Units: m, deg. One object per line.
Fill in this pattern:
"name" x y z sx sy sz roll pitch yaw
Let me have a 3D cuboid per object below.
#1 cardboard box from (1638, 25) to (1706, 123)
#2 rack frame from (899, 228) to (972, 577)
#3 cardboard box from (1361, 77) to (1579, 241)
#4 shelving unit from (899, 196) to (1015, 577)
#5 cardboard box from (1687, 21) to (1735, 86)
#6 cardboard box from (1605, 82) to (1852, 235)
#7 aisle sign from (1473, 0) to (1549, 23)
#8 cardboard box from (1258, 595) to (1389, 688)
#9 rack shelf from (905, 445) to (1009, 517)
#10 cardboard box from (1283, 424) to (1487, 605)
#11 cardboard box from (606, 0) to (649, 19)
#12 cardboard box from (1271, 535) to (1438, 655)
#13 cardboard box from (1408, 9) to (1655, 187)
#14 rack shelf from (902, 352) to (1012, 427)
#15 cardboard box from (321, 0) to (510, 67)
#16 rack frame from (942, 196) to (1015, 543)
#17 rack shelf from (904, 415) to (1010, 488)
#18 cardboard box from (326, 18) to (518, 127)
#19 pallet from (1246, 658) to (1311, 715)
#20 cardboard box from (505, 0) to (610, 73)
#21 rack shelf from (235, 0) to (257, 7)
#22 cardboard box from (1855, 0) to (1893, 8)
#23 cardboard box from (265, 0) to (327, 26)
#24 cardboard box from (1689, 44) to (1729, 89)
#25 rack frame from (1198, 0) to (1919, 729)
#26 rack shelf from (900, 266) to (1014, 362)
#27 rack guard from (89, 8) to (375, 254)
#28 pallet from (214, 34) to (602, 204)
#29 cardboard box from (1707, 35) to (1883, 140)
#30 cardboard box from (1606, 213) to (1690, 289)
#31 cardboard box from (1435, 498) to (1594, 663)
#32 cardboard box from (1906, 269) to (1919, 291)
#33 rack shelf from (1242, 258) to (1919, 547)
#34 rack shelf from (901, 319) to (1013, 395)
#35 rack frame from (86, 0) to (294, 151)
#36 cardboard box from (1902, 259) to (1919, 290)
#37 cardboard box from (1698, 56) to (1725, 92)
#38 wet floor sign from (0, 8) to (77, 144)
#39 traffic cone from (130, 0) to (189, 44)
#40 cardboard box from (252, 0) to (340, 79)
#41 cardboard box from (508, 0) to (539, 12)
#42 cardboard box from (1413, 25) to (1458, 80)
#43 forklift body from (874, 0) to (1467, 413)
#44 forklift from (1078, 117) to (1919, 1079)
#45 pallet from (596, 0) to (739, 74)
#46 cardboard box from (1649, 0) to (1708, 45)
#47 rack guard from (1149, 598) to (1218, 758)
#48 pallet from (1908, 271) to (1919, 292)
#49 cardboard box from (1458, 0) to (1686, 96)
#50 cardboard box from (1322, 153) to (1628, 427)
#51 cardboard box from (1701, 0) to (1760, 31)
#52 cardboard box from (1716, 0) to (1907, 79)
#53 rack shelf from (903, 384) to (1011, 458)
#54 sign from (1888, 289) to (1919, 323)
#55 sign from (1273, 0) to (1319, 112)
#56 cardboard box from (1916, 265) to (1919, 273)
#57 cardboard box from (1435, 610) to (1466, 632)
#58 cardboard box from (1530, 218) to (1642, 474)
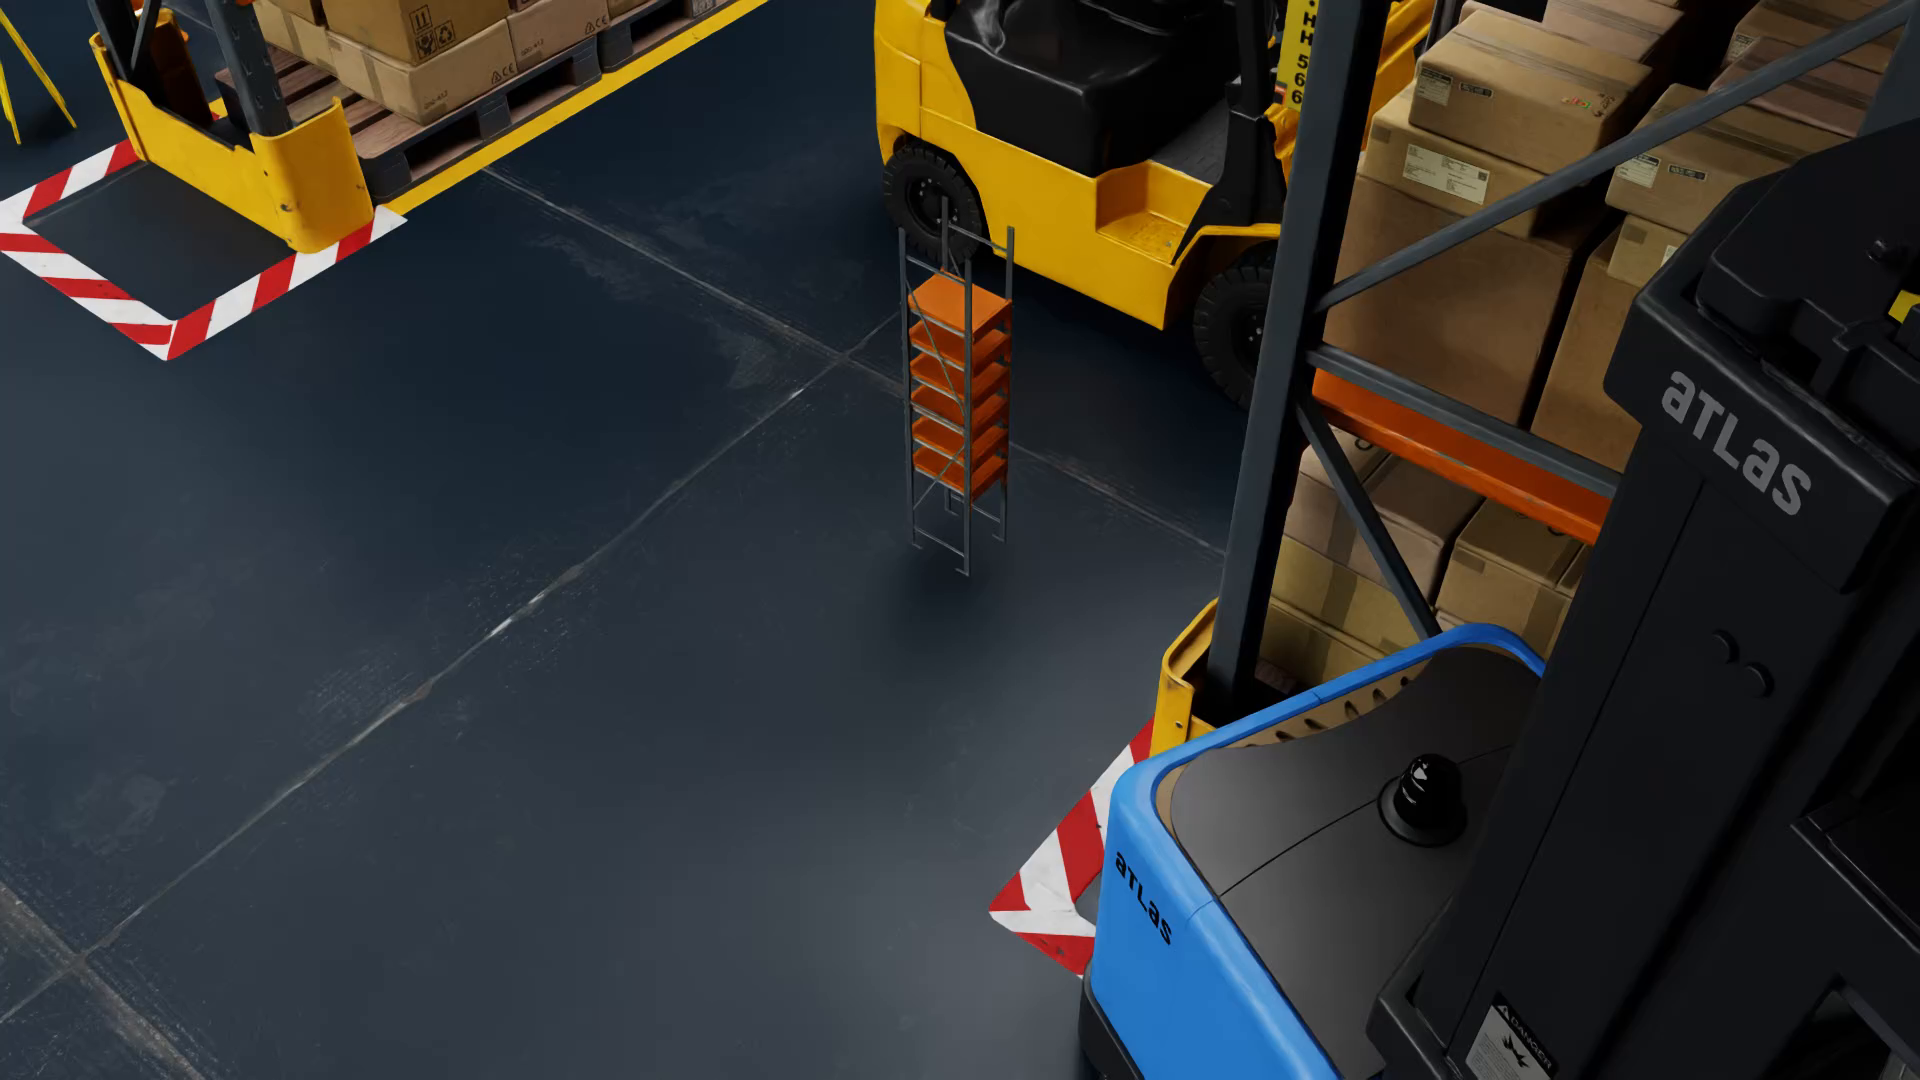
"cardboard box" 1.404 -1.081 3.691 0.380 0.149 0.250 30 53 26
"rack frame" -0.065 -0.354 4.758 0.240 1.200 0.006 29 53 25
"cardboard box" 1.064 -0.800 3.422 0.380 0.149 0.250 30 53 25
"shelving unit" -0.009 -0.406 4.808 0.258 1.200 0.189 29 53 25
"cardboard box" 1.565 -1.218 3.821 0.380 0.149 0.250 29 53 25
"cardboard box" 1.448 -0.679 3.100 0.380 0.149 0.250 28 53 24
"aisle sign" 0.801 -1.210 2.533 0.394 0.787 0.004 29 53 25
"cardboard box" 1.111 0.177 4.618 0.500 0.250 0.500 30 53 25
"rack shelf" -0.009 -0.210 5.014 0.258 0.103 0.180 29 53 25
"cardboard box" 1.109 -0.161 4.249 0.500 0.250 0.500 31 54 26
"cardboard box" -1.502 -2.553 7.225 0.500 0.250 0.500 33 54 27
"cardboard box" 1.124 -0.004 4.445 0.500 0.250 0.500 29 53 25
"cardboard box" 1.126 -0.879 3.292 0.380 0.149 0.250 29 53 25
"rack shelf" -0.009 -0.458 4.754 0.258 0.103 0.180 29 53 25
"cardboard box" -2.130 -2.219 6.388 0.500 0.500 0.500 28 52 24
"rack frame" 0.047 -0.459 4.858 0.240 1.200 0.006 29 53 25
"rack shelf" -0.009 -0.293 4.927 0.258 0.103 0.180 29 53 25
"cardboard box" -2.144 -1.946 6.646 0.500 0.250 0.500 29 53 25
"pallet" 1.508 0.288 4.829 1.003 0.211 1.213 29 53 25
"cardboard box" -1.826 -2.235 6.922 0.500 0.250 0.500 31 54 26
"rack shelf" -1.633 -3.308 6.833 1.077 0.370 4.000 29 53 25
"cardboard box" 1.948 -1.106 3.508 0.380 0.149 0.250 29 53 25
"cardboard box" -2.573 -2.440 6.599 0.500 0.500 0.500 30 53 25
"cardboard box" 1.492 -0.944 4.009 0.500 0.500 0.500 31 54 26
"rack frame" 1.074 -0.219 3.385 1.000 3.000 0.127 29 53 25
"rack shelf" -0.009 -0.624 4.580 0.258 0.103 0.180 29 53 25
"rack guard" -2.810 -1.592 6.425 1.175 0.500 0.348 29 53 25
"pallet" -2.285 -1.941 6.958 1.003 0.211 1.213 29 53 25
"cardboard box" 1.661 -0.803 3.219 0.380 0.149 0.250 31 54 26
"cardboard box" 1.487 -0.557 3.190 0.380 0.149 0.250 28 52 24
"cardboard box" 1.518 0.049 4.049 0.500 0.250 0.500 28 53 24
"cardboard box" 3.080 -1.043 5.783 0.500 0.250 0.500 29 53 25
"rack shelf" 2.297 -1.115 4.739 1.077 0.370 4.000 29 53 25
"rack shelf" -0.009 -0.541 4.667 0.258 0.103 0.180 29 53 25
"rack frame" -2.856 -2.412 5.479 1.000 3.000 0.127 29 53 25
"cardboard box" 2.772 -0.917 5.317 0.500 0.250 0.500 29 53 25
"cardboard box" 1.748 -0.869 3.488 0.380 0.149 0.250 28 53 24
"wet floor sign" -3.819 -1.963 6.679 0.232 0.644 0.267 -25 51 -22
"traffic cone" -3.614 -2.352 7.177 0.336 0.463 0.334 29 53 25
"cardboard box" -2.560 -2.202 6.890 0.500 0.250 0.500 29 53 25
"cardboard box" -1.814 -2.520 6.676 0.500 0.500 0.500 27 52 24
"cardboard box" 1.197 -0.960 3.575 0.380 0.149 0.250 30 53 26
"forklift body" 0.790 -1.818 5.499 2.313 2.155 1.214 29 53 25
"forklift" 1.398 0.996 2.272 1.130 2.935 3.031 -20 50 -18
"pallet" -1.539 -2.636 7.622 1.003 0.211 1.213 29 53 25
"cardboard box" 1.391 -1.195 3.594 0.380 0.149 0.250 30 53 26
"rack guard" 1.059 0.658 4.276 1.175 0.500 0.348 29 53 25
"pallet" 3.000 -1.109 6.163 1.003 0.211 1.213 29 53 25
"cardboard box" 1.252 -1.034 3.440 0.380 0.149 0.250 29 53 25
"cardboard box" 1.167 -0.652 3.729 0.500 0.500 0.500 28 52 24
"cardboard box" 1.602 -1.305 3.699 0.380 0.149 0.250 30 53 25
"cardboard box" 1.785 -0.971 3.379 0.380 0.149 0.250 30 53 26
"rack shelf" -0.009 -0.375 4.840 0.258 0.103 0.180 29 53 25
"sign" 1.510 -0.297 2.806 0.100 0.325 0.005 29 53 25
"sign" 0.653 -0.949 3.118 0.100 0.325 0.005 29 53 25
"cardboard box" 3.085 -1.204 5.592 0.500 0.250 0.500 30 53 26
"cardboard box" 1.526 0.235 4.216 0.500 0.250 0.500 30 53 26
"cardboard box" 1.597 -0.415 3.503 0.500 0.500 0.500 31 54 26
